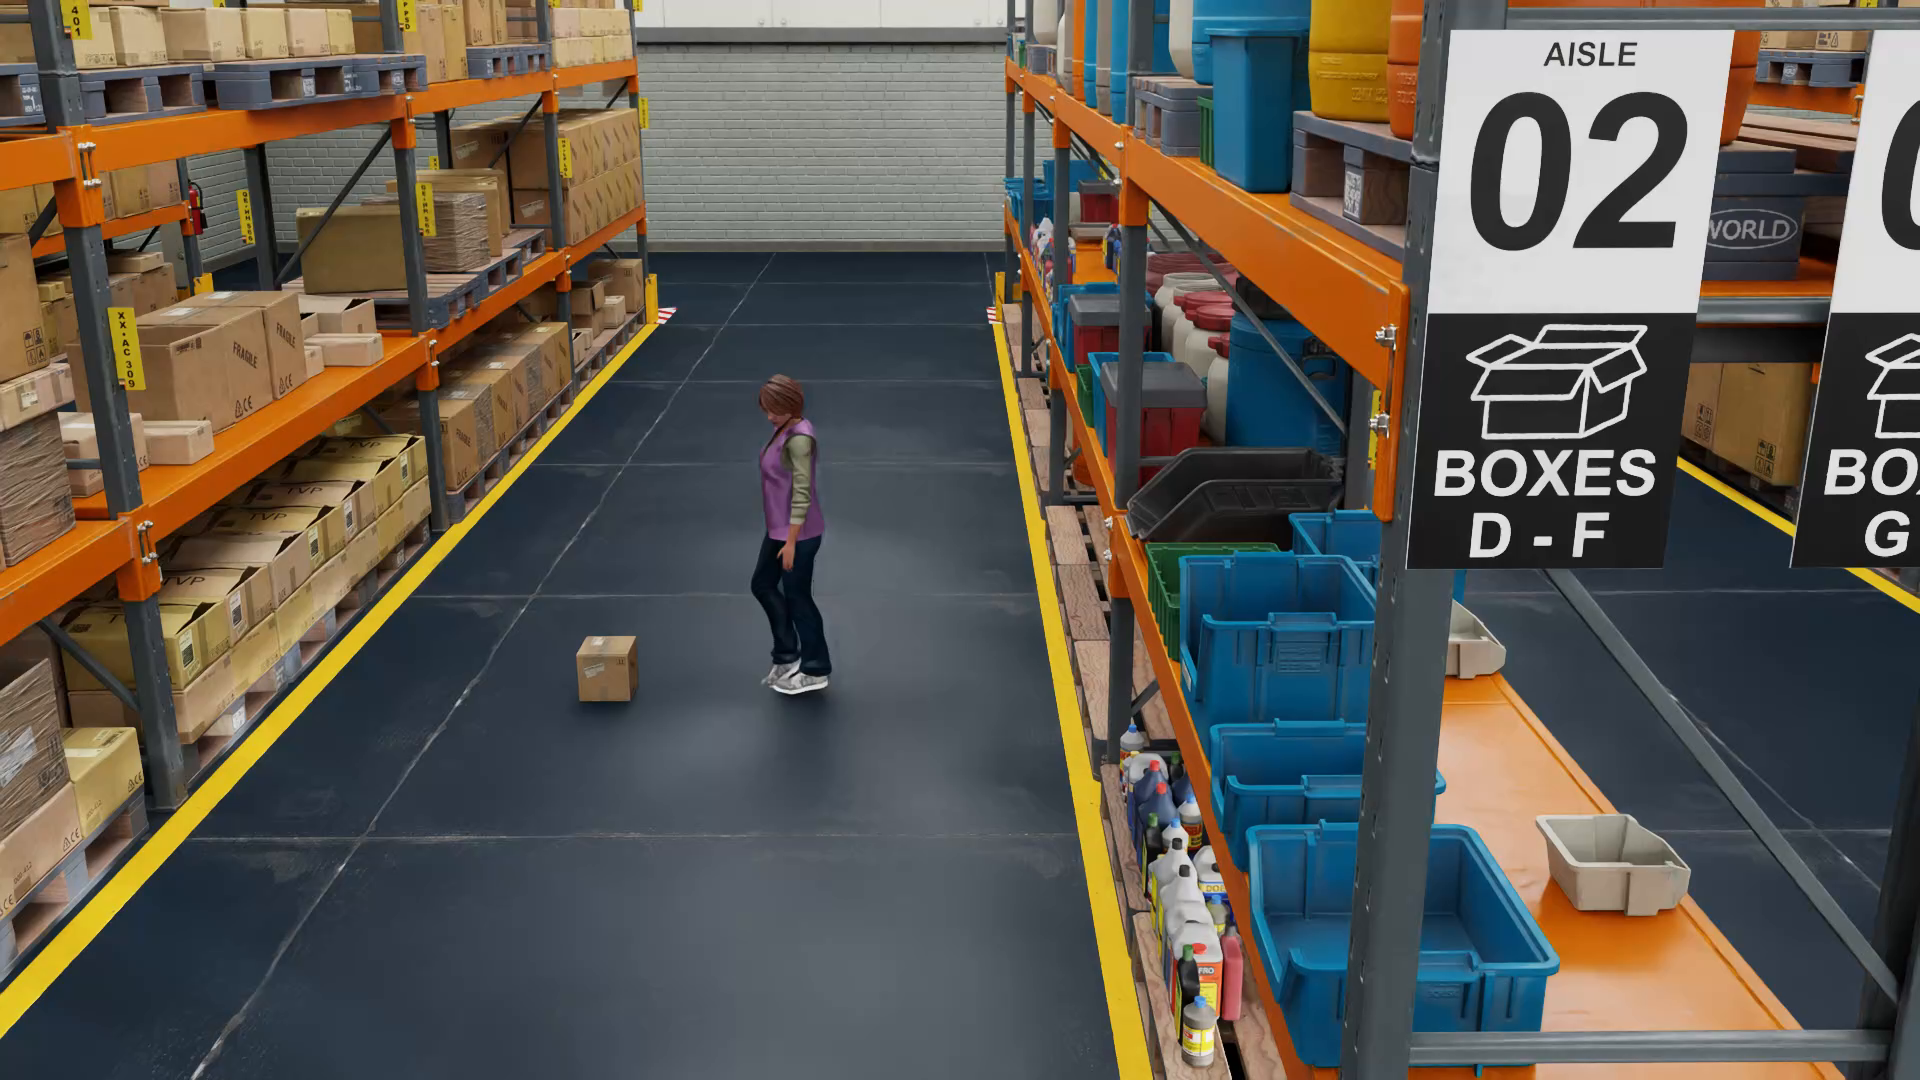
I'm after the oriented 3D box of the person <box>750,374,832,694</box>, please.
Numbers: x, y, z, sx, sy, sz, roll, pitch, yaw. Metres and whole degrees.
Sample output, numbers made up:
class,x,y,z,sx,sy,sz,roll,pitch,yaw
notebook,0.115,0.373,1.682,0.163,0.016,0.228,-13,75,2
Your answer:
class,x,y,z,sx,sy,sz,roll,pitch,yaw
person,-0.825,0.022,8.071,0.370,1.620,0.453,-4,18,-13
